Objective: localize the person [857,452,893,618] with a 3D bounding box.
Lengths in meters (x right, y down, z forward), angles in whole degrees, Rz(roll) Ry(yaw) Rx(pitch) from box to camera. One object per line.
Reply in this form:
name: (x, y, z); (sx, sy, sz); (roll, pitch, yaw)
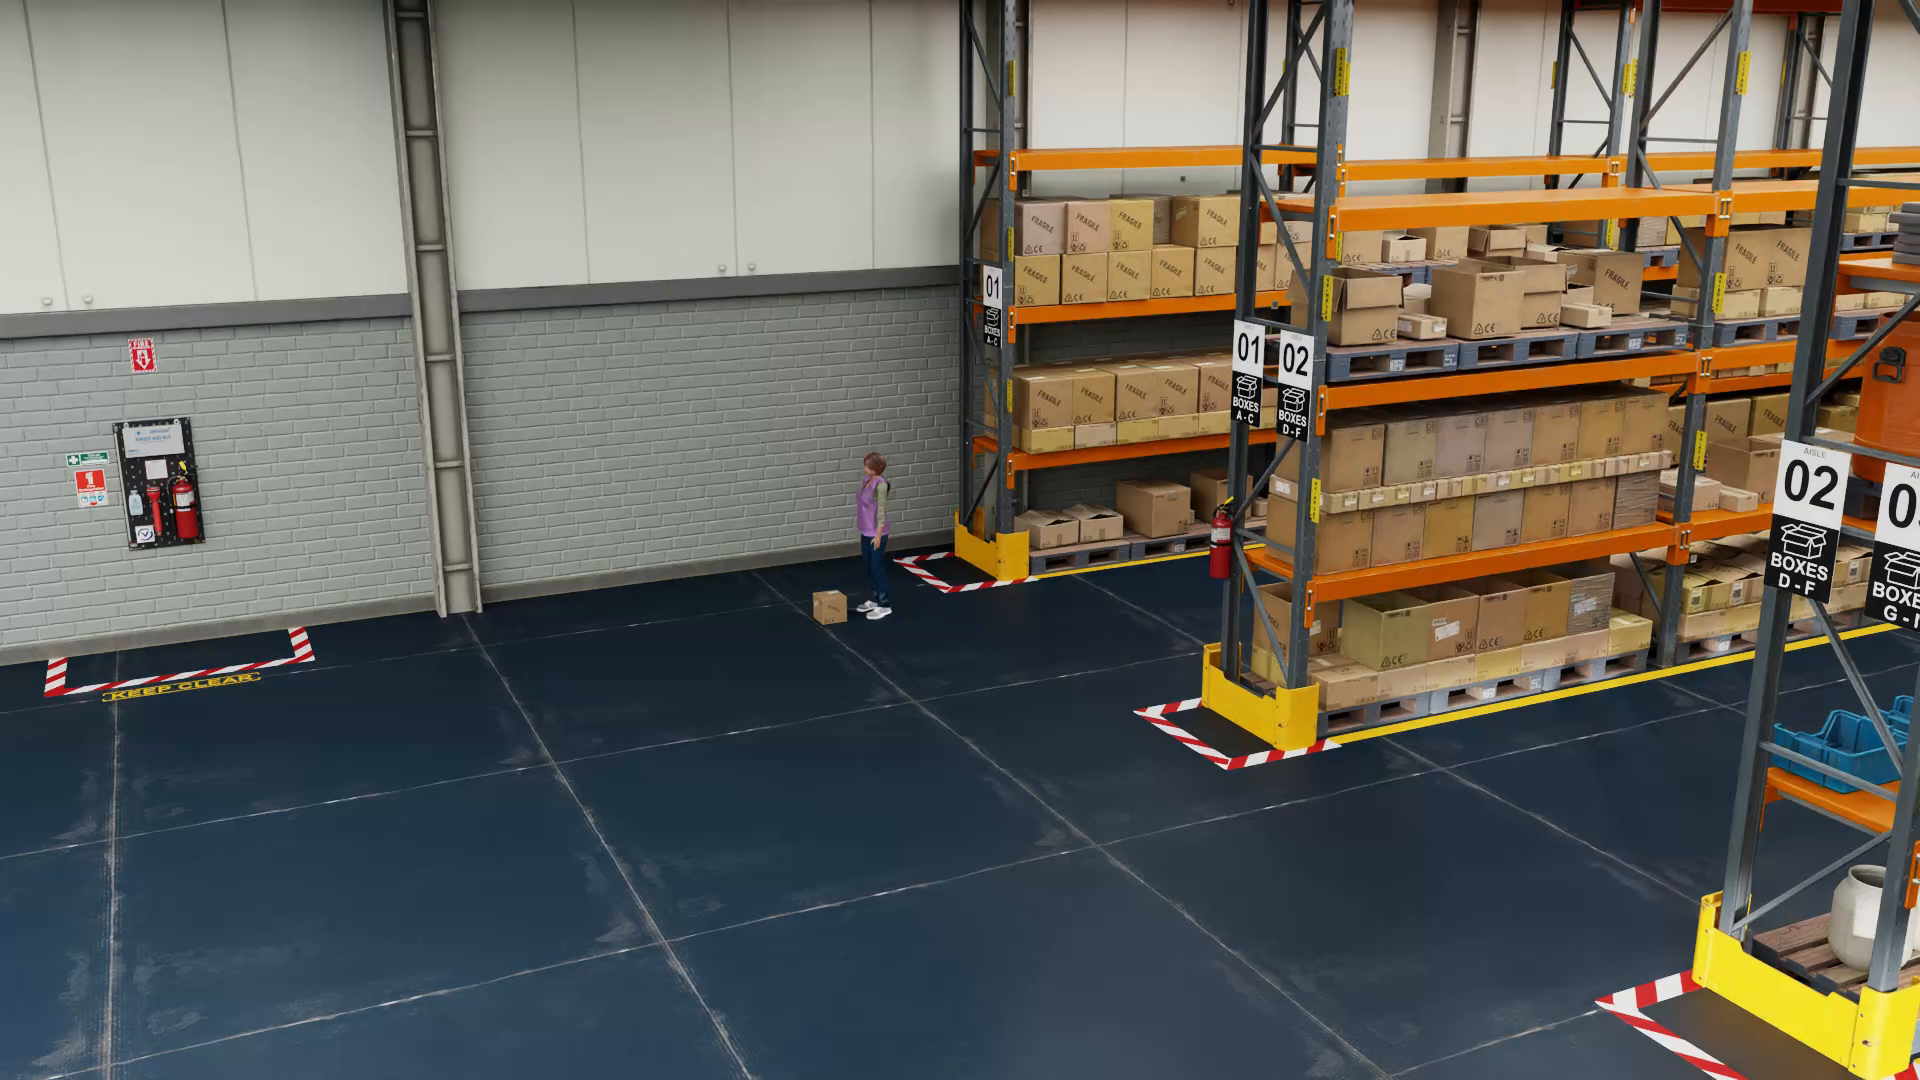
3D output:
person: (-0.821, -0.048, 15.941); (0.304, 1.592, 0.407); (-7, 17, -24)
